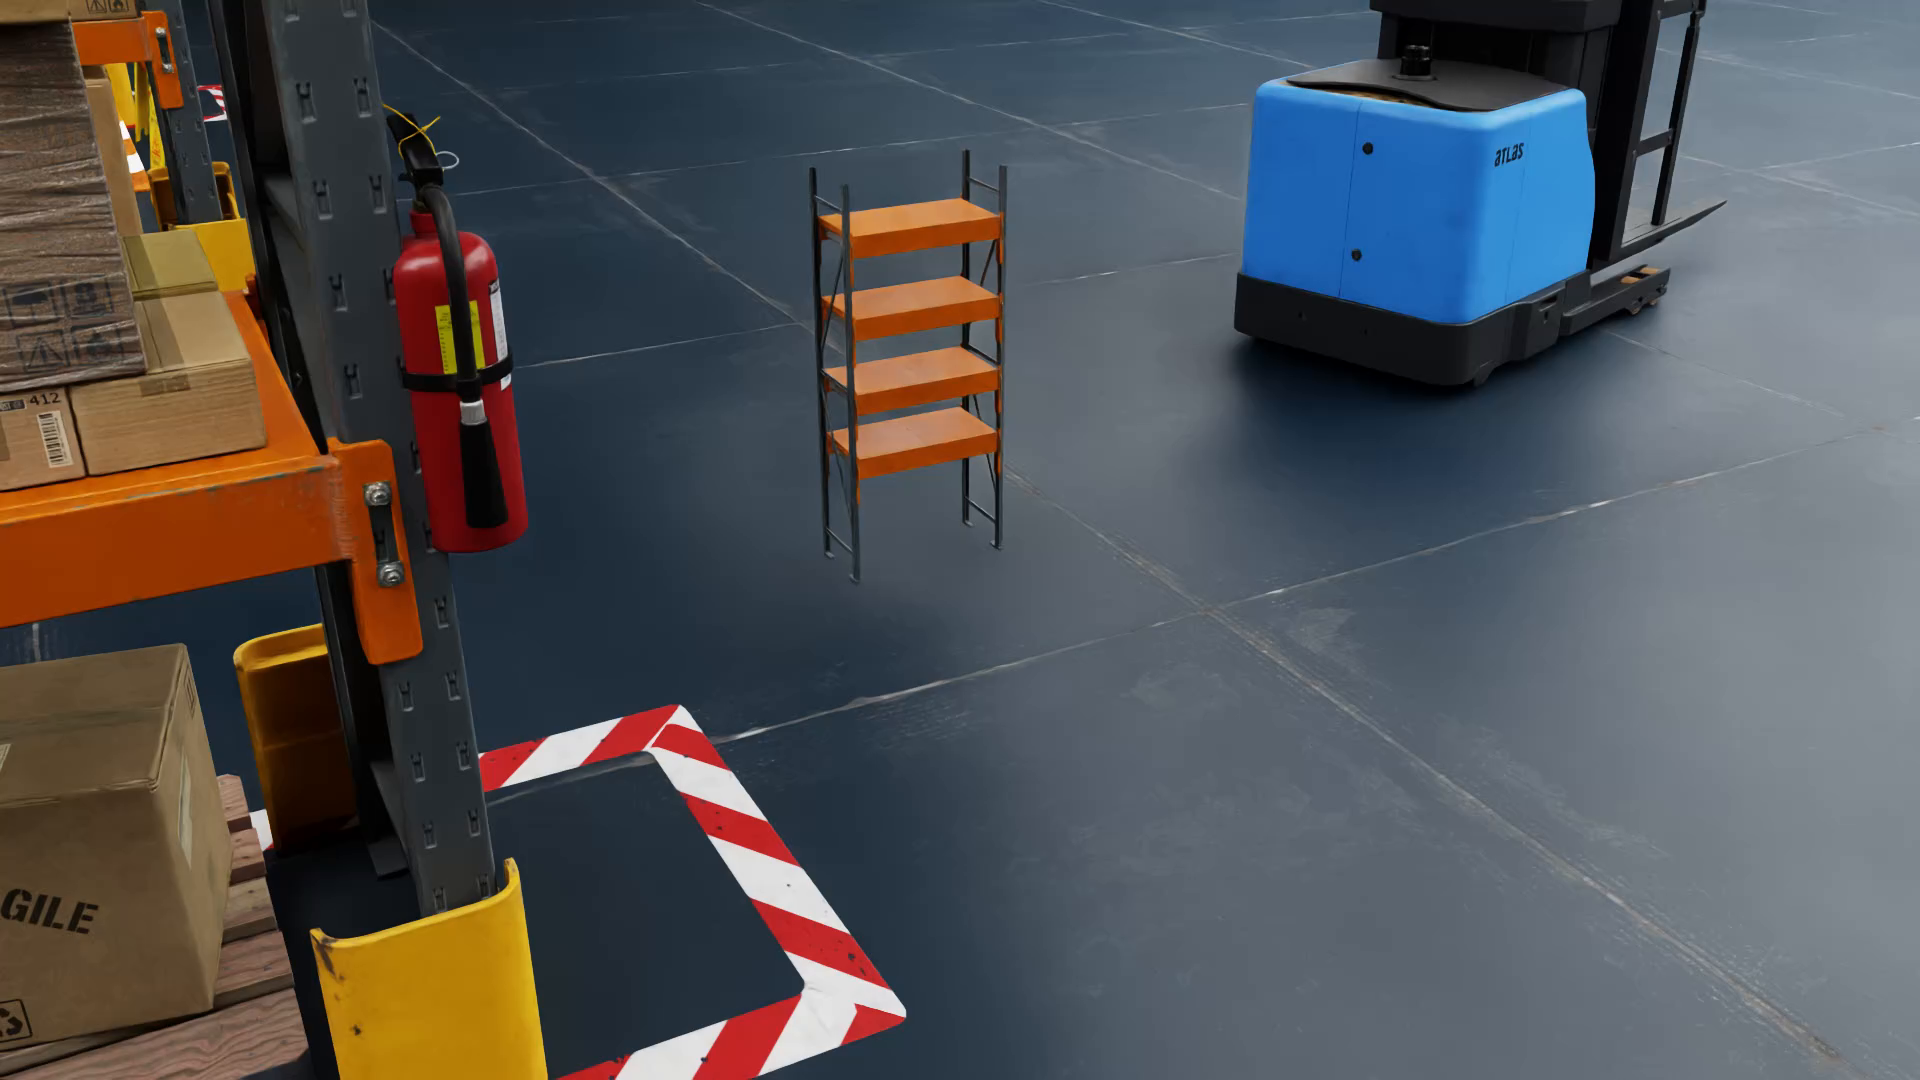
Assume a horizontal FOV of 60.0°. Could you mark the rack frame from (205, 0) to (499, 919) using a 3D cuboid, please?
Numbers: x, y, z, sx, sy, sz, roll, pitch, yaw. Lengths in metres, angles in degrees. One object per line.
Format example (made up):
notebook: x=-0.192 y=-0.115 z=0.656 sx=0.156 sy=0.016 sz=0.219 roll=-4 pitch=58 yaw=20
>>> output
rack frame: x=-1.098 y=-0.504 z=2.833 sx=0.127 sy=3.000 sz=1.000 roll=-13 pitch=29 yaw=-25

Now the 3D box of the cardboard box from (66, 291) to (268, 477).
cardboard box: x=-1.252 y=-0.253 z=2.602 sx=0.250 sy=0.149 sz=0.380 roll=-13 pitch=29 yaw=-25

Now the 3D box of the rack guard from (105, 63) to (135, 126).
rack guard: x=-5.828 y=-3.146 z=11.225 sx=0.348 sy=0.500 sz=1.175 roll=-13 pitch=29 yaw=-25

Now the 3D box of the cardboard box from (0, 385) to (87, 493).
cardboard box: x=-1.473 y=-0.203 z=2.497 sx=0.250 sy=0.149 sz=0.380 roll=-13 pitch=29 yaw=-25

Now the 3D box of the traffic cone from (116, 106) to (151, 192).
traffic cone: x=-4.711 y=-2.210 z=9.318 sx=0.334 sy=0.463 sz=0.336 roll=-13 pitch=29 yaw=-25

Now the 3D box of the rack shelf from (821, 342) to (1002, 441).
rack shelf: x=-0.146 y=-0.447 z=4.949 sx=0.480 sy=0.148 sz=0.258 roll=-13 pitch=29 yaw=-25

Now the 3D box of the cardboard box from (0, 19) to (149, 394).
cardboard box: x=-1.596 y=-0.581 z=2.536 sx=0.500 sy=0.500 sz=0.875 roll=-13 pitch=29 yaw=-25

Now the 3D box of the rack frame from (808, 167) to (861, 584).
rack frame: x=-0.361 y=-0.457 z=4.817 sx=0.015 sy=1.200 sz=0.240 roll=-13 pitch=29 yaw=-25

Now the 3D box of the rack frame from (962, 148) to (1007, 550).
rack frame: x=0.069 y=-0.557 z=5.024 sx=0.015 sy=1.200 sz=0.240 roll=-13 pitch=29 yaw=-25

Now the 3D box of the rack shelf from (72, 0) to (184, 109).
rack shelf: x=-5.107 y=-1.687 z=6.129 sx=4.000 sy=0.370 sz=1.077 roll=-13 pitch=29 yaw=-25

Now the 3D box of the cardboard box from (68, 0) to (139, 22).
cardboard box: x=-3.649 y=-2.393 z=6.595 sx=0.550 sy=0.550 sz=0.875 roll=-13 pitch=29 yaw=-25

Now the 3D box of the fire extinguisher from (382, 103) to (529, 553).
fire extinguisher: x=-0.780 y=-0.316 z=2.532 sx=0.183 sy=0.674 sz=0.296 roll=-13 pitch=29 yaw=-25

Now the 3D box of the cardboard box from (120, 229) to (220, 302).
cardboard box: x=-1.462 y=-0.423 z=2.956 sx=0.250 sy=0.149 sz=0.380 roll=-13 pitch=29 yaw=-25

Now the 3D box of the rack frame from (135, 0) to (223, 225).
rack frame: x=-3.343 y=-2.418 z=6.821 sx=0.127 sy=3.000 sz=1.000 roll=-13 pitch=29 yaw=-25

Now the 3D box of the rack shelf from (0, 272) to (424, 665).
rack shelf: x=-2.863 y=0.228 z=2.140 sx=4.000 sy=0.370 sz=1.077 roll=-13 pitch=29 yaw=-25

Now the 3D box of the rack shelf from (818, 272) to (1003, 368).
rack shelf: x=-0.146 y=-0.648 z=4.852 sx=0.480 sy=0.148 sz=0.258 roll=-13 pitch=29 yaw=-25

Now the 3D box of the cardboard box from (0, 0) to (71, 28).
cardboard box: x=-1.467 y=-0.927 z=2.101 sx=0.500 sy=0.500 sz=0.500 roll=-13 pitch=29 yaw=-25

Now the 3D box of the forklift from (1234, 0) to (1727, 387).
forklift: x=2.526 y=-2.450 z=6.966 sx=1.130 sy=2.935 sz=3.031 roll=23 pitch=34 yaw=39

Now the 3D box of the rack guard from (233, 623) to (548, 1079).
rack guard: x=-1.165 y=0.639 z=3.342 sx=0.348 sy=0.500 sz=1.175 roll=-13 pitch=29 yaw=-25

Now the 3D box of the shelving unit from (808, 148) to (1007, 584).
shelving unit: x=-0.146 y=-0.507 z=4.920 sx=0.503 sy=1.200 sz=0.258 roll=-13 pitch=29 yaw=-25

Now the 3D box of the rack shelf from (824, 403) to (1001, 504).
rack shelf: x=-0.146 y=-0.268 z=5.035 sx=0.480 sy=0.148 sz=0.258 roll=-13 pitch=29 yaw=-25

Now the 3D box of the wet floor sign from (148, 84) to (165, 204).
wet floor sign: x=-4.249 y=-2.119 z=8.918 sx=0.232 sy=0.644 sz=0.267 roll=-19 pitch=31 yaw=-34

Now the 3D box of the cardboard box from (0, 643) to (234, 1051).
cardboard box: x=-1.657 y=0.555 z=3.032 sx=0.500 sy=0.500 sz=0.500 roll=-8 pitch=27 yaw=-16

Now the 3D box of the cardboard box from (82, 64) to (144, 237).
cardboard box: x=-3.910 y=-1.486 z=6.850 sx=0.875 sy=0.875 sz=0.875 roll=-13 pitch=28 yaw=-25

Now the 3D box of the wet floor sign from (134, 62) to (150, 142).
wet floor sign: x=-5.090 y=-2.857 z=10.455 sx=0.232 sy=0.644 sz=0.267 roll=-4 pitch=26 yaw=-7

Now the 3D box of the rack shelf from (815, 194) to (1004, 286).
rack shelf: x=-0.146 y=-0.861 z=4.750 sx=0.480 sy=0.148 sz=0.258 roll=-13 pitch=29 yaw=-25

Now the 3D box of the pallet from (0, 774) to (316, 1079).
pallet: x=-1.898 y=0.921 z=3.088 sx=1.213 sy=0.211 sz=1.003 roll=-13 pitch=29 yaw=-25

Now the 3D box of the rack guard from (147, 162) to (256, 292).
rack guard: x=-3.322 y=-1.296 z=7.373 sx=0.348 sy=0.500 sz=1.175 roll=-13 pitch=29 yaw=-25
